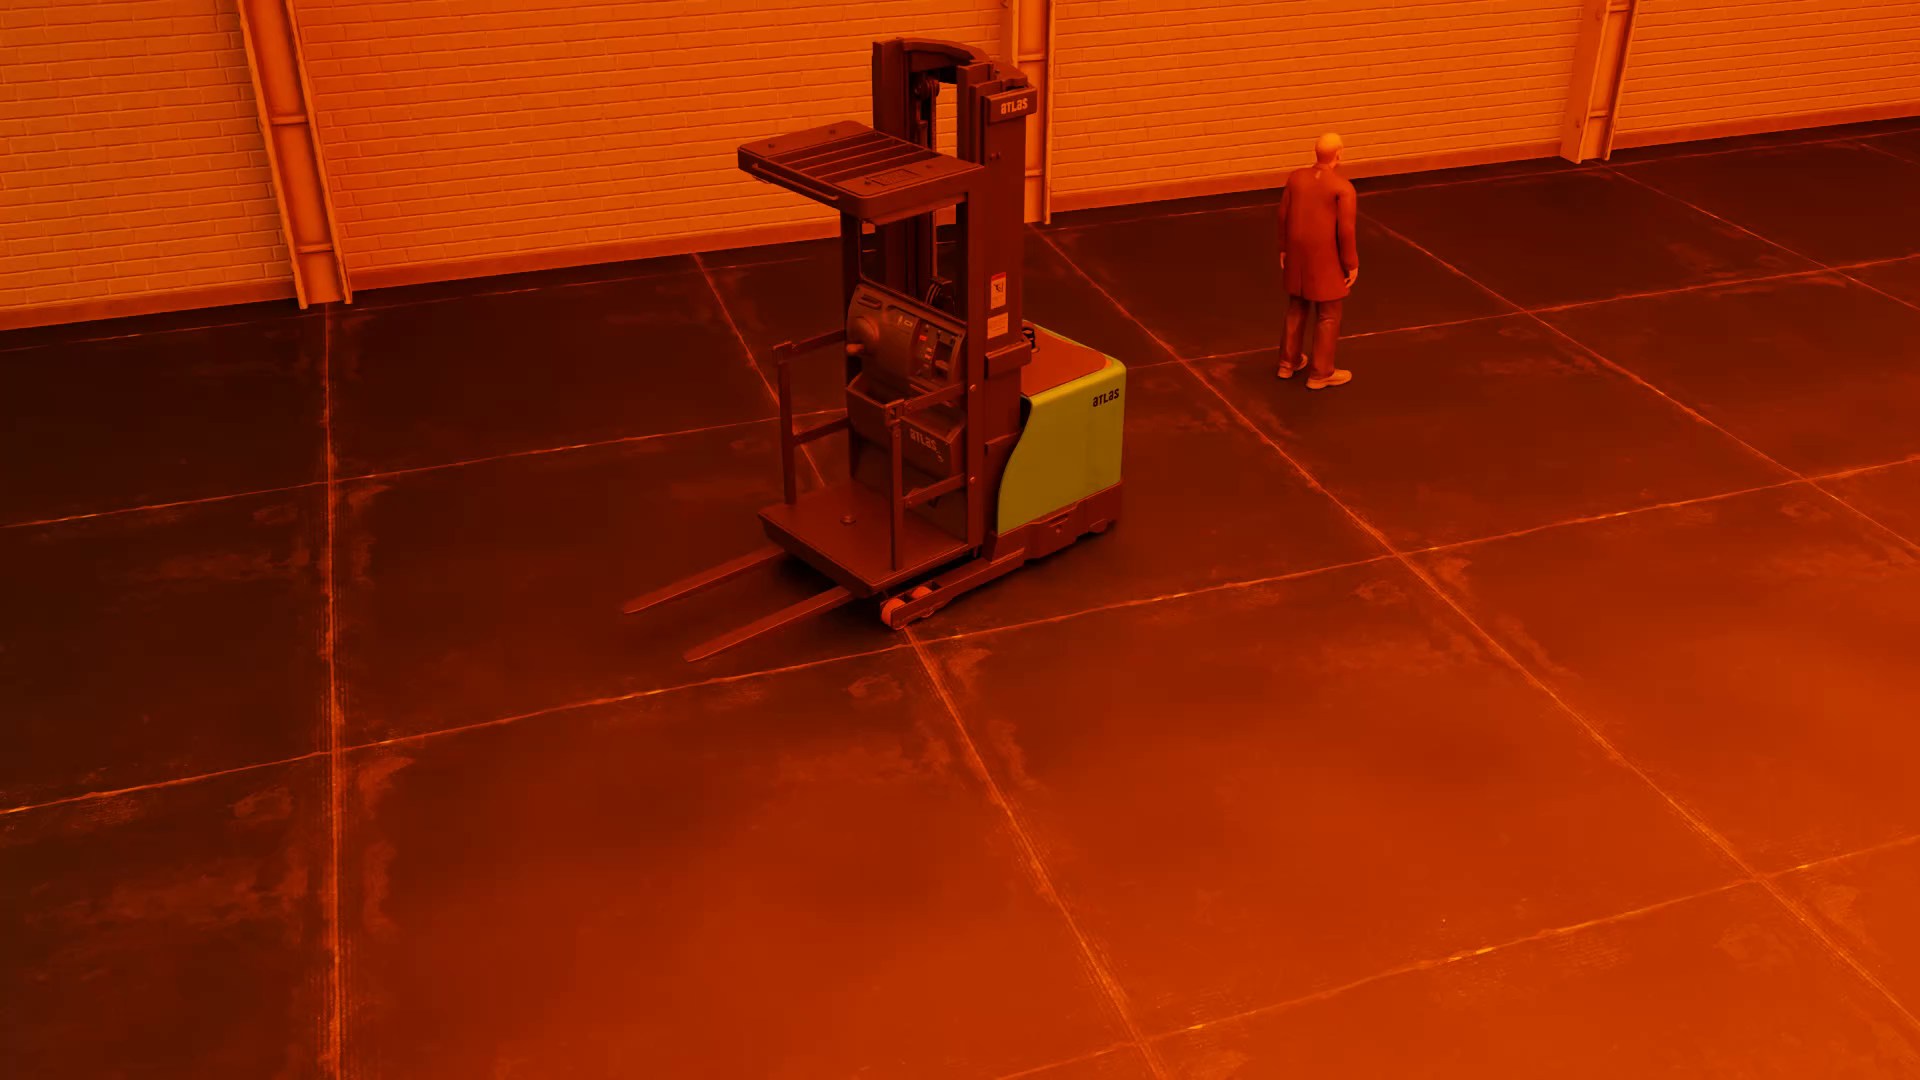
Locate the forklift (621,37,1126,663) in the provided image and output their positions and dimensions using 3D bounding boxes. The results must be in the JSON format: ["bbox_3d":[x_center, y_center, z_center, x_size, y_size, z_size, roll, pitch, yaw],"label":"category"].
[{"bbox_3d":[-0.461,-1.072,8.951,3.031,2.935,1.130,-23,37,-34],"label":"forklift"}]

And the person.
[{"bbox_3d":[2.495,-1.963,11.658,0.425,1.774,0.656,-26,39,-37],"label":"person"}]
